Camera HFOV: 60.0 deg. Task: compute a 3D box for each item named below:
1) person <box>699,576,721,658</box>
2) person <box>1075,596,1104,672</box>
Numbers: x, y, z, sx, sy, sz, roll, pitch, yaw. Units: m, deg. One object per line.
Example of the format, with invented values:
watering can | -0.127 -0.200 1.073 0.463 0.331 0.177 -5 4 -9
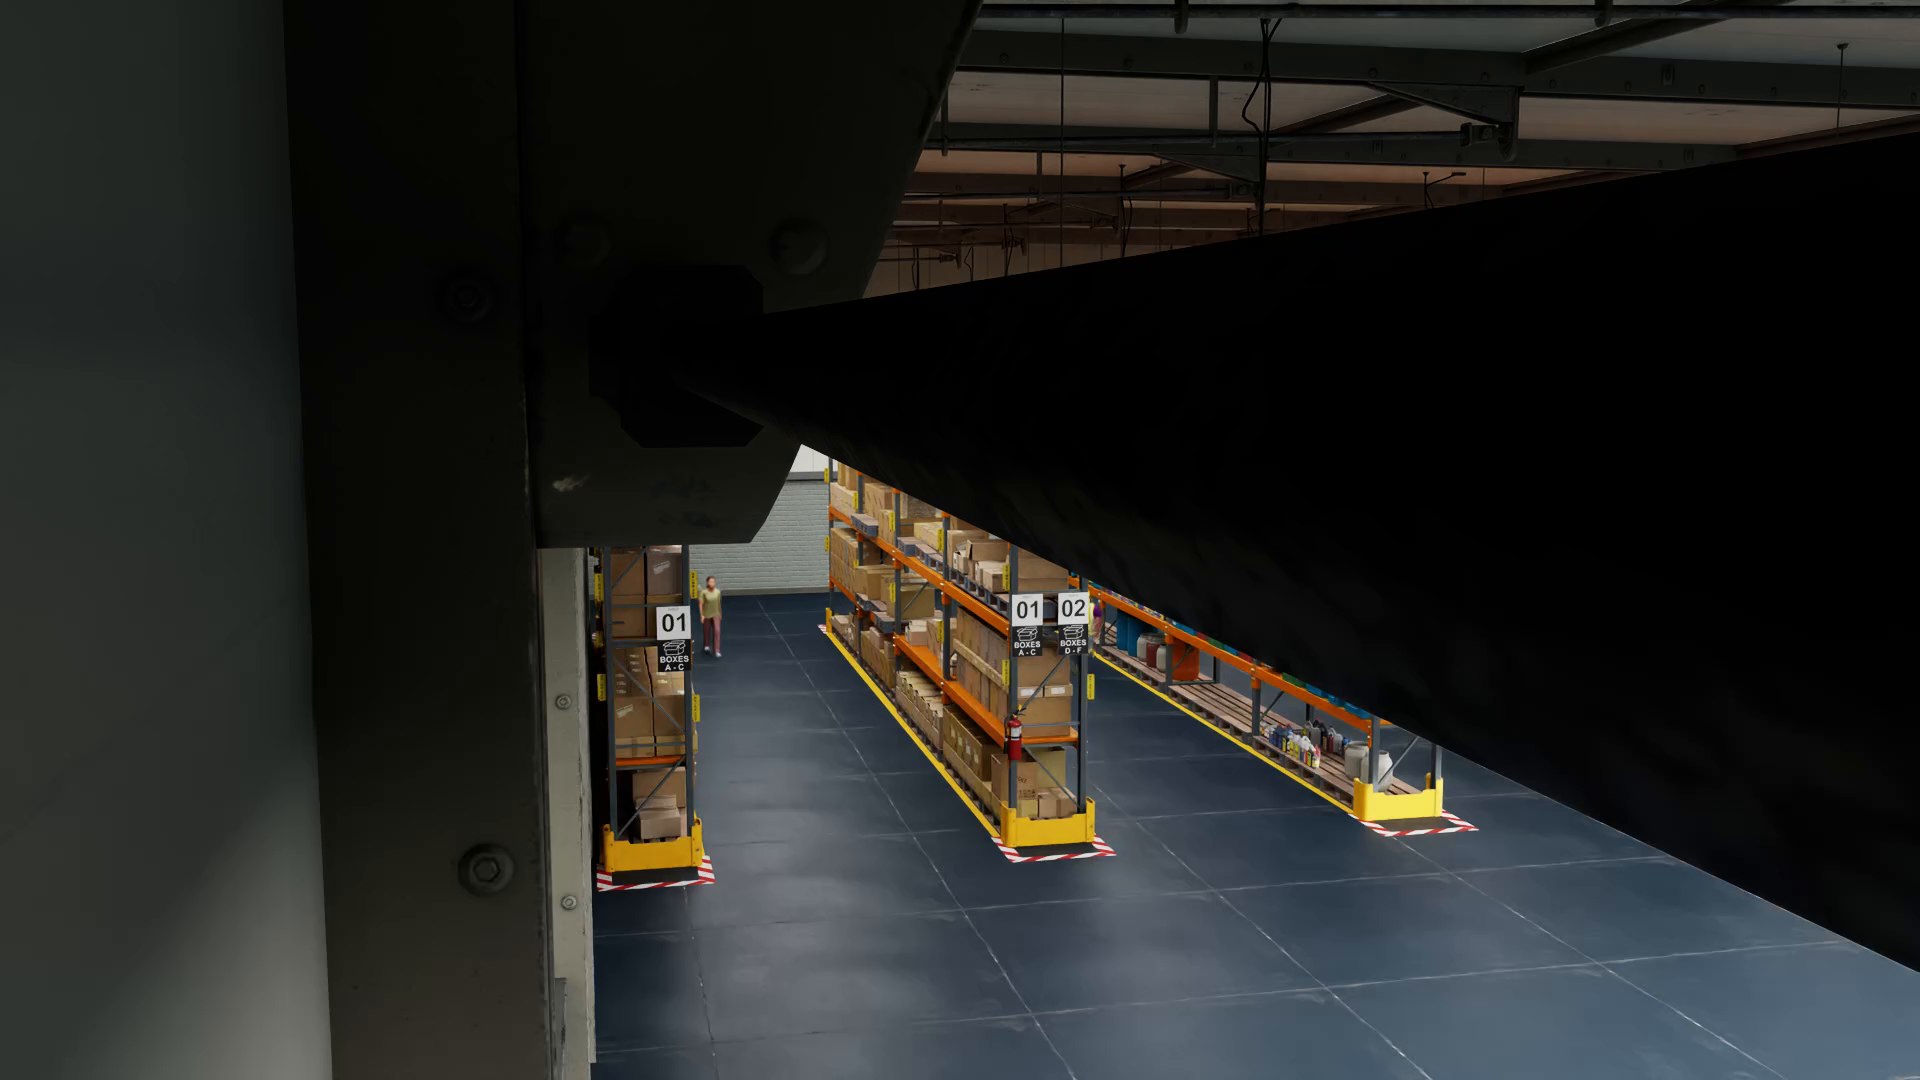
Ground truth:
person | -5.041 1.533 33.605 0.468 1.612 1.082 -2 7 -16
person | 2.349 1.773 31.449 0.744 1.671 0.678 0 7 -3
